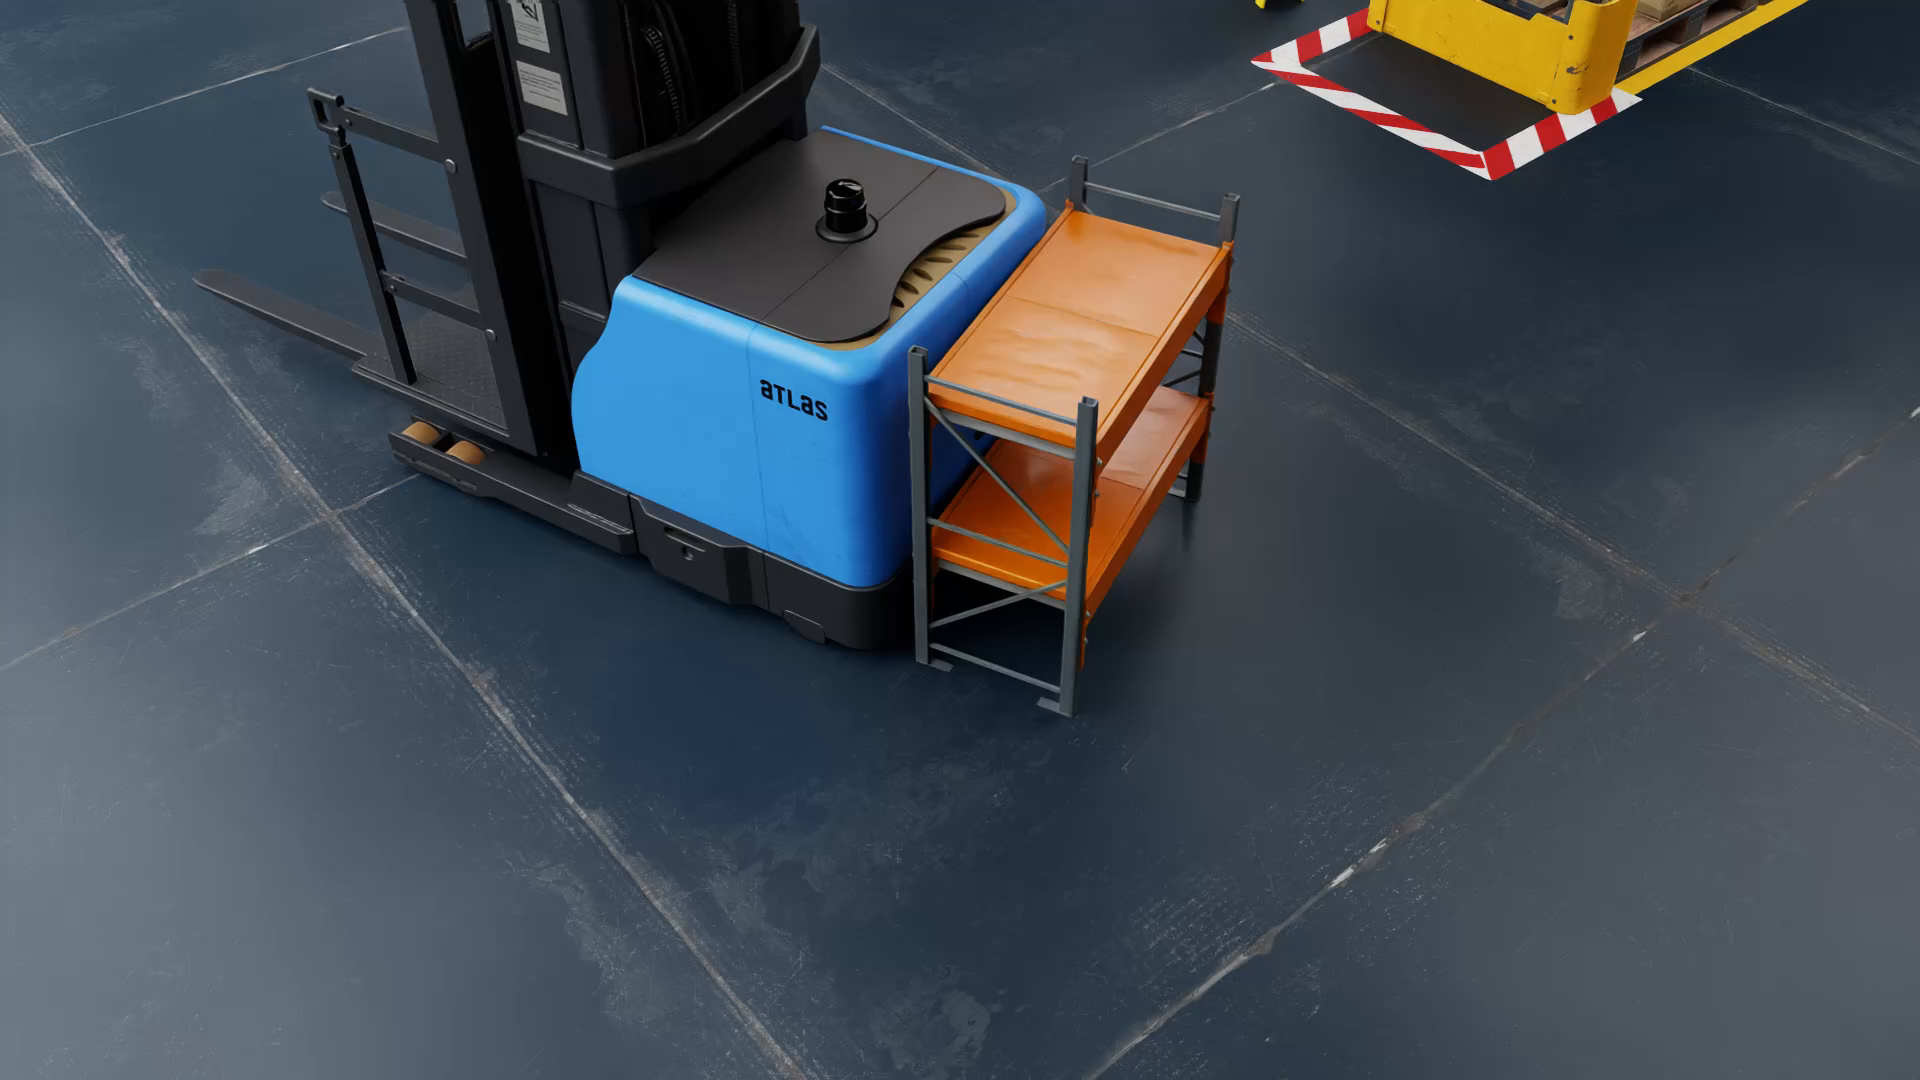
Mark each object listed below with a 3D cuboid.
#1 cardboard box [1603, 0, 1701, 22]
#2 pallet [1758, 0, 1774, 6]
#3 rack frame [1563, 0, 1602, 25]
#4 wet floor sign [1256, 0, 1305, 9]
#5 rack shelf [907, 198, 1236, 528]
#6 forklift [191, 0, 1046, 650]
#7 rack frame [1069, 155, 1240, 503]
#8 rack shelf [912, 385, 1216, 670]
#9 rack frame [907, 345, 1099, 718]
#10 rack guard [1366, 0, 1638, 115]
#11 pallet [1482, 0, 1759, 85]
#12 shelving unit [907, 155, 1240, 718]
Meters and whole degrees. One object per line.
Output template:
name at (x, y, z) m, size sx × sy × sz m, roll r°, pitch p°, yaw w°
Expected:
cardboard box at (3.135, -2.627, 7.558) m, size 0.500 × 0.250 × 0.500 m, roll -30°, pitch 51°, yaw -28°
pallet at (3.978, -3.155, 8.455) m, size 1.213 × 0.211 × 1.003 m, roll -30°, pitch 51°, yaw -28°
rack frame at (2.339, -3.267, 6.537) m, size 0.127 × 3.000 × 1.000 m, roll -30°, pitch 51°, yaw -28°
wet floor sign at (1.507, -2.887, 7.853) m, size 0.232 × 0.644 × 0.267 m, roll -14°, pitch 45°, yaw -14°
rack shelf at (0.325, -0.515, 4.549) m, size 0.538 × 0.278 × 1.000 m, roll 19°, pitch 46°, yaw 19°
forklift at (-1.270, -1.510, 4.716) m, size 3.031 × 2.935 × 1.130 m, roll 22°, pitch 48°, yaw 22°
rack frame at (0.549, -0.614, 5.082) m, size 0.500 × 1.125 × 0.032 m, roll 19°, pitch 46°, yaw 19°
rack shelf at (0.325, -0.123, 4.917) m, size 0.538 × 0.278 × 1.000 m, roll 19°, pitch 46°, yaw 19°
rack frame at (0.101, 0.011, 4.417) m, size 0.500 × 1.125 × 0.032 m, roll 19°, pitch 46°, yaw 19°
rack guard at (2.397, -2.389, 7.429) m, size 0.348 × 0.500 × 1.175 m, roll -30°, pitch 51°, yaw -28°
pallet at (3.043, -2.622, 7.888) m, size 1.213 × 0.211 × 1.003 m, roll -30°, pitch 51°, yaw -28°
shelving unit at (0.325, -0.302, 4.749) m, size 0.538 × 1.125 × 1.048 m, roll 19°, pitch 46°, yaw 19°
